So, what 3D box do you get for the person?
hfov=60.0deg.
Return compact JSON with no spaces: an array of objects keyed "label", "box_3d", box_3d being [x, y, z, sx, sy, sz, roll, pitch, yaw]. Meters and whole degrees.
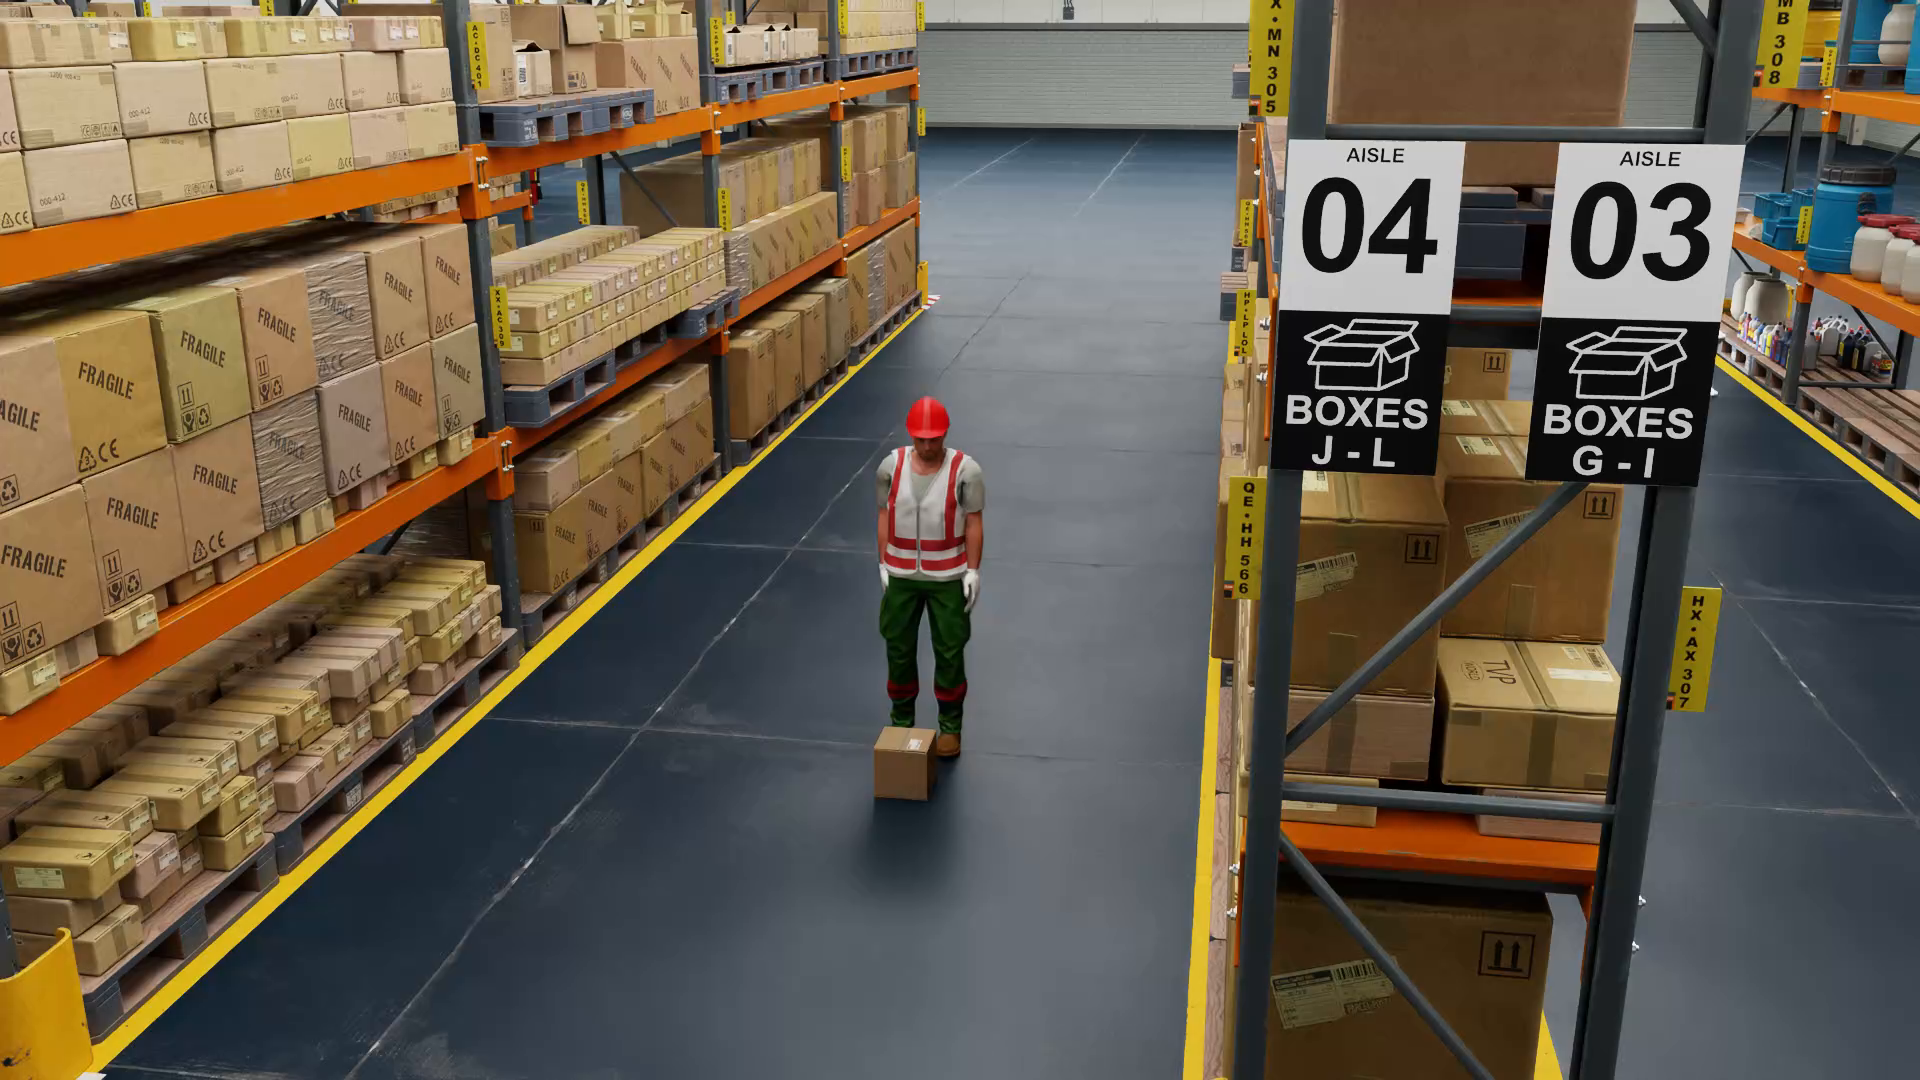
[{"label":"person","box_3d":[-0.149,0.178,7.981,0.529,1.777,0.364,3,18,10]}]
